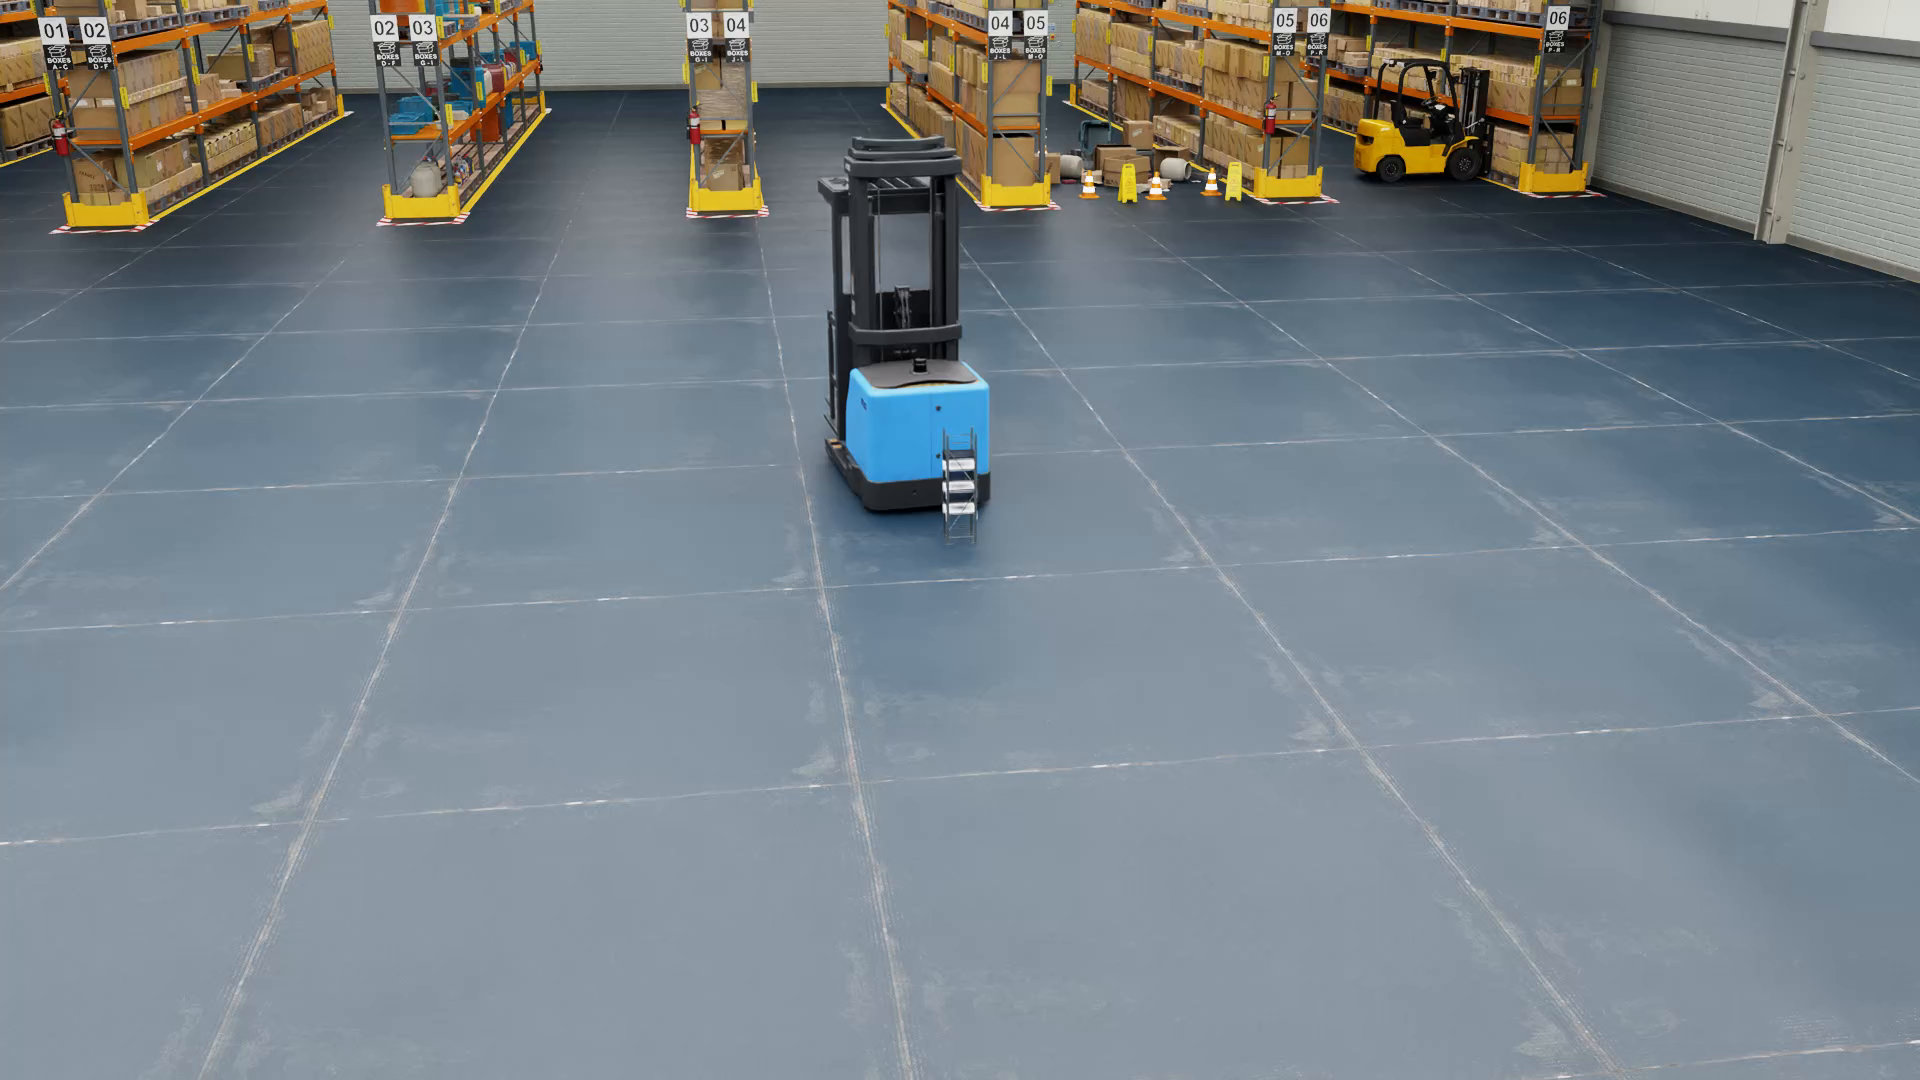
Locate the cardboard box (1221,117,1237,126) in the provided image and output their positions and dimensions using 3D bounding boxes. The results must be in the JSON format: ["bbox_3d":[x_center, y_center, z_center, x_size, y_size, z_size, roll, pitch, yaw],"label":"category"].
[{"bbox_3d":[5.162,-7.936,31.507,0.380,0.149,0.250,-2,21,-5],"label":"cardboard box"}]

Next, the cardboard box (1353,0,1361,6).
[{"bbox_3d":[9.215,-12.218,37.569,0.500,0.250,0.500,-3,21,-8],"label":"cardboard box"}]

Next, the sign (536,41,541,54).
[{"bbox_3d":[-10.628,-12.422,41.955,0.100,0.325,0.005,-3,21,-8],"label":"sign"}]

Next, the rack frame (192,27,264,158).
[{"bbox_3d":[-14.919,-9.294,33.812,1.000,3.000,0.127,-3,21,-8],"label":"rack frame"}]

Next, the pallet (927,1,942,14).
[{"bbox_3d":[-0.047,-11.104,34.641,1.213,0.211,1.003,-2,21,-5],"label":"pallet"}]

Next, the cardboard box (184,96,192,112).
[{"bbox_3d":[-14.456,-8.007,30.581,0.500,0.250,0.500,-2,21,-4],"label":"cardboard box"}]

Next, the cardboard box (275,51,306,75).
[{"bbox_3d":[-15.299,-10.916,38.012,0.500,0.500,0.500,-2,21,-6],"label":"cardboard box"}]

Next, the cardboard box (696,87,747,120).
[{"bbox_3d":[-4.014,-7.400,28.175,0.875,0.500,0.500,-3,21,-8],"label":"cardboard box"}]

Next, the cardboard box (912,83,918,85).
[{"bbox_3d":[-1.039,-11.657,42.763,0.380,0.149,0.250,-3,21,-7],"label":"cardboard box"}]

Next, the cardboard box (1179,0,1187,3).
[{"bbox_3d":[4.939,-11.219,34.532,0.797,0.503,0.637,-3,21,-8],"label":"cardboard box"}]

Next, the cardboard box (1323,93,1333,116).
[{"bbox_3d":[9.027,-10.419,39.796,0.500,0.500,0.500,-4,21,-9],"label":"cardboard box"}]

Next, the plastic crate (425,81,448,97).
[{"bbox_3d":[-9.813,-8.340,31.166,0.402,0.464,0.583,-3,21,-8],"label":"plastic crate"}]

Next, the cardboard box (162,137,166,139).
[{"bbox_3d":[-14.585,-6.992,29.909,0.500,0.500,0.500,-3,21,-8],"label":"cardboard box"}]

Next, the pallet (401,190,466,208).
[{"bbox_3d":[-9.033,-5.772,28.368,1.003,0.211,1.213,-3,21,-8],"label":"pallet"}]

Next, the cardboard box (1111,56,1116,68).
[{"bbox_3d":[3.917,-11.441,39.776,0.500,0.250,0.500,-3,21,-9],"label":"cardboard box"}]

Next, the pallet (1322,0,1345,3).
[{"bbox_3d":[9.203,-12.657,38.800,1.213,0.211,1.003,-3,21,-8],"label":"pallet"}]

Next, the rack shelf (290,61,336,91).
[{"bbox_3d":[-15.784,-11.034,39.500,1.077,0.370,4.000,-3,21,-8],"label":"rack shelf"}]

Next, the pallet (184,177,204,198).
[{"bbox_3d":[-14.269,-6.325,29.849,1.003,0.211,1.213,-3,21,-8],"label":"pallet"}]

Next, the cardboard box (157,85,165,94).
[{"bbox_3d":[-13.909,-7.737,28.573,0.380,0.149,0.250,-2,21,-6],"label":"cardboard box"}]

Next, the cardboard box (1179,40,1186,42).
[{"bbox_3d":[5.032,-10.531,35.958,0.500,0.500,0.500,-4,21,-9],"label":"cardboard box"}]

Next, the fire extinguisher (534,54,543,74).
[{"bbox_3d":[-10.742,-12.176,42.174,0.296,0.674,0.183,-3,21,-8],"label":"fire extinguisher"}]

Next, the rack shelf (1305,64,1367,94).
[{"bbox_3d":[9.314,-10.899,39.139,1.077,0.370,4.000,-3,21,-8],"label":"rack shelf"}]

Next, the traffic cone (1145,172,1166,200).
[{"bbox_3d":[3.456,-6.244,29.272,0.336,0.463,0.334,-3,21,-8],"label":"traffic cone"}]

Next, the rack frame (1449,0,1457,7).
[{"bbox_3d":[10.179,-11.969,32.401,1.000,3.000,0.127,-3,21,-8],"label":"rack frame"}]

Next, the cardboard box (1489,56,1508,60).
[{"bbox_3d":[10.571,-9.373,32.531,0.380,0.149,0.250,-3,21,-8],"label":"cardboard box"}]

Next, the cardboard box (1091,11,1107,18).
[{"bbox_3d":[3.497,-13.205,41.785,0.380,0.149,0.250,-3,21,-9],"label":"cardboard box"}]

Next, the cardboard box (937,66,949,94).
[{"bbox_3d":[-0.177,-9.362,33.852,0.500,0.500,0.500,-3,21,-8],"label":"cardboard box"}]

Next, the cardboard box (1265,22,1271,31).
[{"bbox_3d":[5.516,-8.919,28.881,0.380,0.149,0.250,-3,21,-8],"label":"cardboard box"}]

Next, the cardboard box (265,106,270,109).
[{"bbox_3d":[-15.579,-9.350,36.906,0.500,0.500,0.500,-3,21,-7],"label":"cardboard box"}]

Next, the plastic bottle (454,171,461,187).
[{"bbox_3d":[-8.816,-6.344,29.185,0.097,0.271,0.097,0,20,0],"label":"plastic bottle"}]

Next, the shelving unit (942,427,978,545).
[{"bbox_3d":[-0.001,-0.424,13.066,0.258,0.900,0.210,-3,21,-8],"label":"shelving unit"}]

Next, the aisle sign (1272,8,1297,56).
[{"bbox_3d":[5.566,-8.704,28.517,0.394,0.787,0.004,-3,21,-8],"label":"aisle sign"}]

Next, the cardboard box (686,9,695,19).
[{"bbox_3d":[-4.440,-8.895,28.103,0.380,0.149,0.250,-3,21,-7],"label":"cardboard box"}]

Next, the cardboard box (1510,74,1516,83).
[{"bbox_3d":[10.361,-8.497,30.608,0.380,0.149,0.250,-3,21,-8],"label":"cardboard box"}]

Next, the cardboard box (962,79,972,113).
[{"bbox_3d":[0.512,-8.183,30.625,0.875,0.550,0.550,-3,21,-8],"label":"cardboard box"}]

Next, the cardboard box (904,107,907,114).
[{"bbox_3d":[-1.163,-10.372,40.174,0.380,0.149,0.250,-3,21,-7],"label":"cardboard box"}]

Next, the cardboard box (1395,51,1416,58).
[{"bbox_3d":[9.575,-10.414,35.741,0.380,0.149,0.250,-3,21,-7],"label":"cardboard box"}]

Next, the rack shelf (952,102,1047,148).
[{"bbox_3d":[0.672,-7.593,30.287,1.077,0.370,4.000,-3,21,-8],"label":"rack shelf"}]

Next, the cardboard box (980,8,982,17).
[{"bbox_3d":[0.542,-8.954,28.231,0.380,0.149,0.250,-3,21,-7],"label":"cardboard box"}]

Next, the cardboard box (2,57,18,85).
[{"bbox_3d":[-19.703,-9.601,34.039,0.500,0.500,0.500,-2,21,-6],"label":"cardboard box"}]

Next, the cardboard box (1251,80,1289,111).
[{"bbox_3d":[5.493,-7.882,29.465,0.500,0.500,0.500,-3,21,-9],"label":"cardboard box"}]

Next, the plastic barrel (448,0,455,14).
[{"bbox_3d":[-9.822,-10.189,31.206,0.600,0.901,0.600,0,20,0],"label":"plastic barrel"}]

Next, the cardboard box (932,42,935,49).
[{"bbox_3d":[-0.443,-11.438,38.463,0.380,0.149,0.250,-4,21,-9],"label":"cardboard box"}]

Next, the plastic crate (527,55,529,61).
[{"bbox_3d":[-10.873,-11.944,41.198,0.396,0.136,0.243,-3,21,-8],"label":"plastic crate"}]

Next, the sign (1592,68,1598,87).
[{"bbox_3d":[11.306,-8.242,29.647,0.100,0.325,0.005,-3,21,-8],"label":"sign"}]

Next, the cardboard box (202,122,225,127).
[{"bbox_3d":[-15.134,-8.269,33.597,0.500,0.311,0.500,-2,21,-6],"label":"cardboard box"}]

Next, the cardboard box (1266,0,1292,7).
[{"bbox_3d":[5.503,-9.285,28.722,0.380,0.149,0.250,-3,21,-7],"label":"cardboard box"}]

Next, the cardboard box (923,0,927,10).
[{"bbox_3d":[-0.526,-11.644,35.675,0.500,0.500,0.500,-3,21,-8],"label":"cardboard box"}]

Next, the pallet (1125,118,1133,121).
[{"bbox_3d":[4.480,-9.684,38.842,1.003,0.211,1.213,-3,21,-8],"label":"pallet"}]

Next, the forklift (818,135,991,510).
[{"bbox_3d":[-0.613,-2.099,14.648,1.130,2.935,3.031,-5,21,-14],"label":"forklift"}]

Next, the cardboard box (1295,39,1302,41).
[{"bbox_3d":[8.465,-13.044,42.570,0.500,0.500,0.500,-2,21,-6],"label":"cardboard box"}]
